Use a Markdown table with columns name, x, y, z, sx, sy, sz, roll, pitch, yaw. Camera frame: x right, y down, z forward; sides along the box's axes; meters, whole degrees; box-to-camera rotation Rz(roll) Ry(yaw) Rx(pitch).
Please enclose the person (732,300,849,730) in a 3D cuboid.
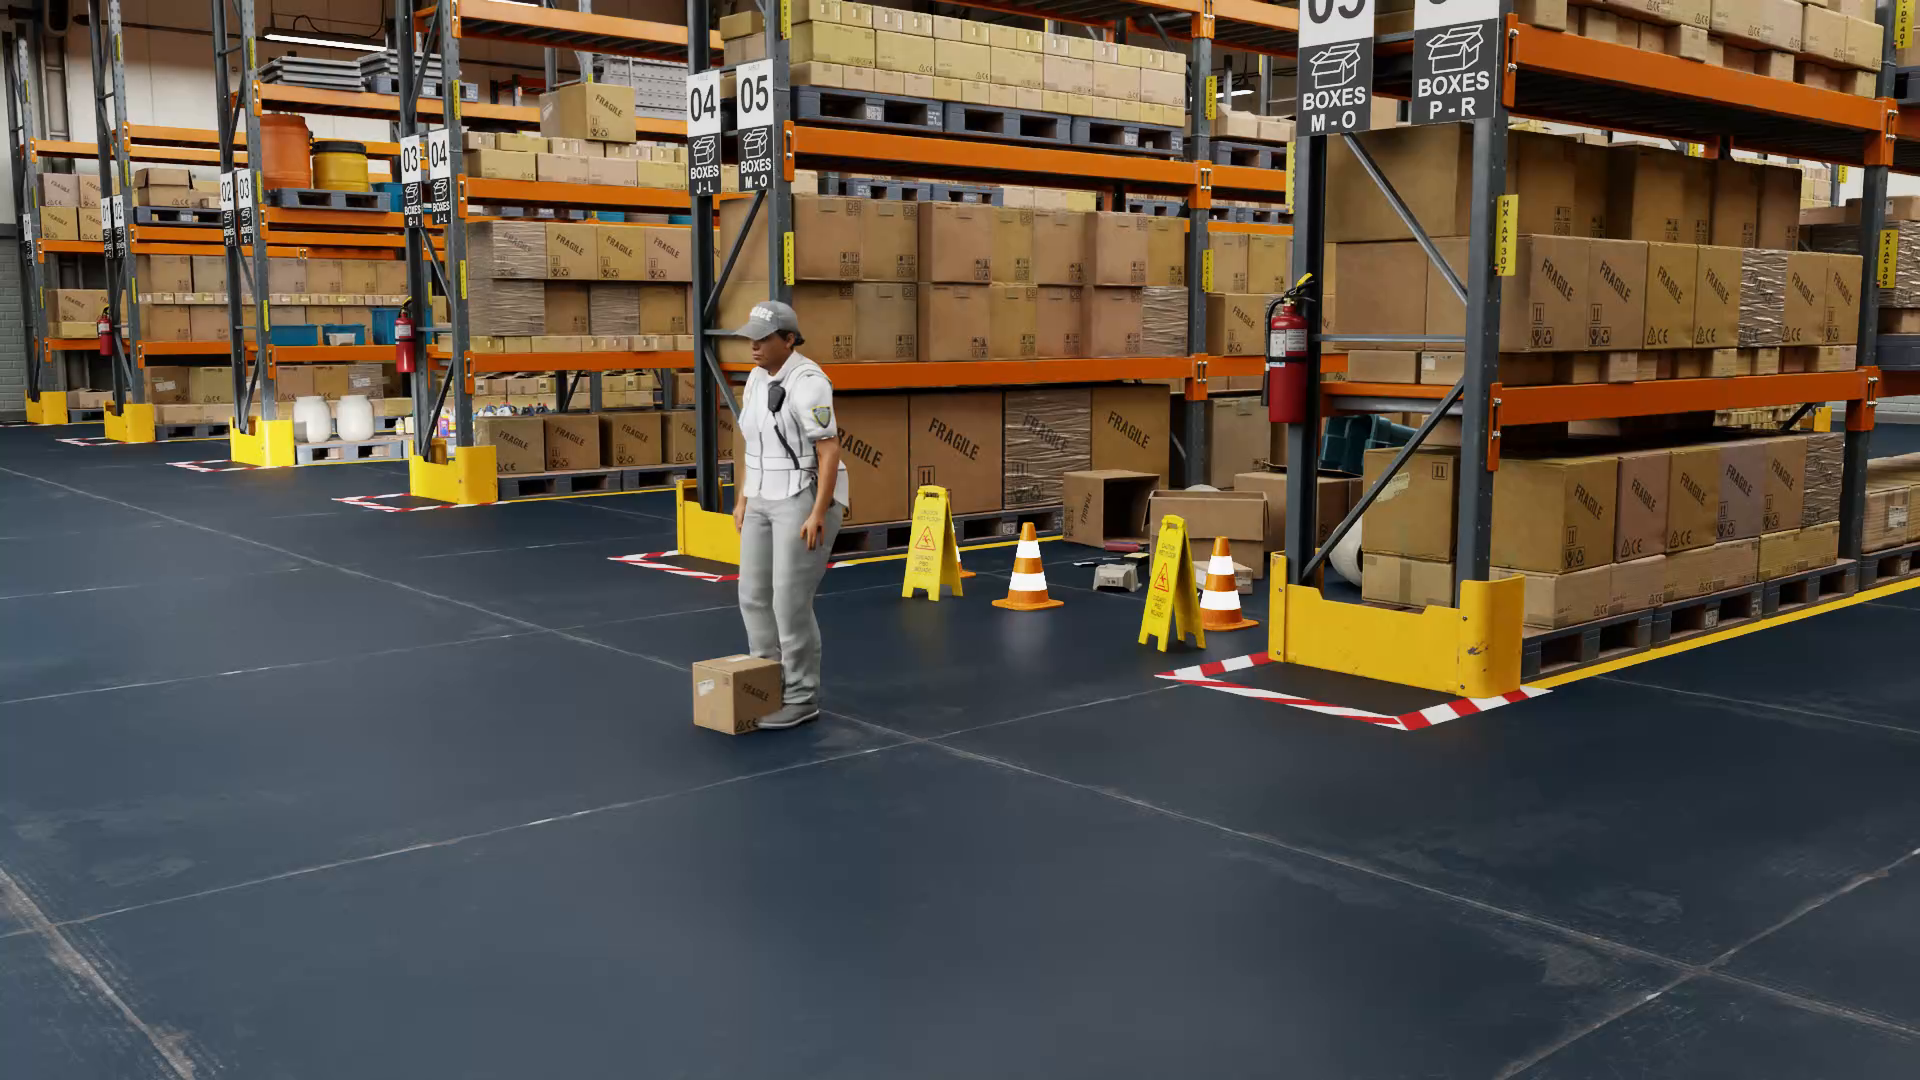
| name | x | y | z | sx | sy | sz | roll | pitch | yaw |
| --- | --- | --- | --- | --- | --- | --- | --- | --- | --- |
| person | -0.709 | -0.113 | 6.613 | 0.465 | 1.667 | 0.561 | -7 | 10 | -43 |
